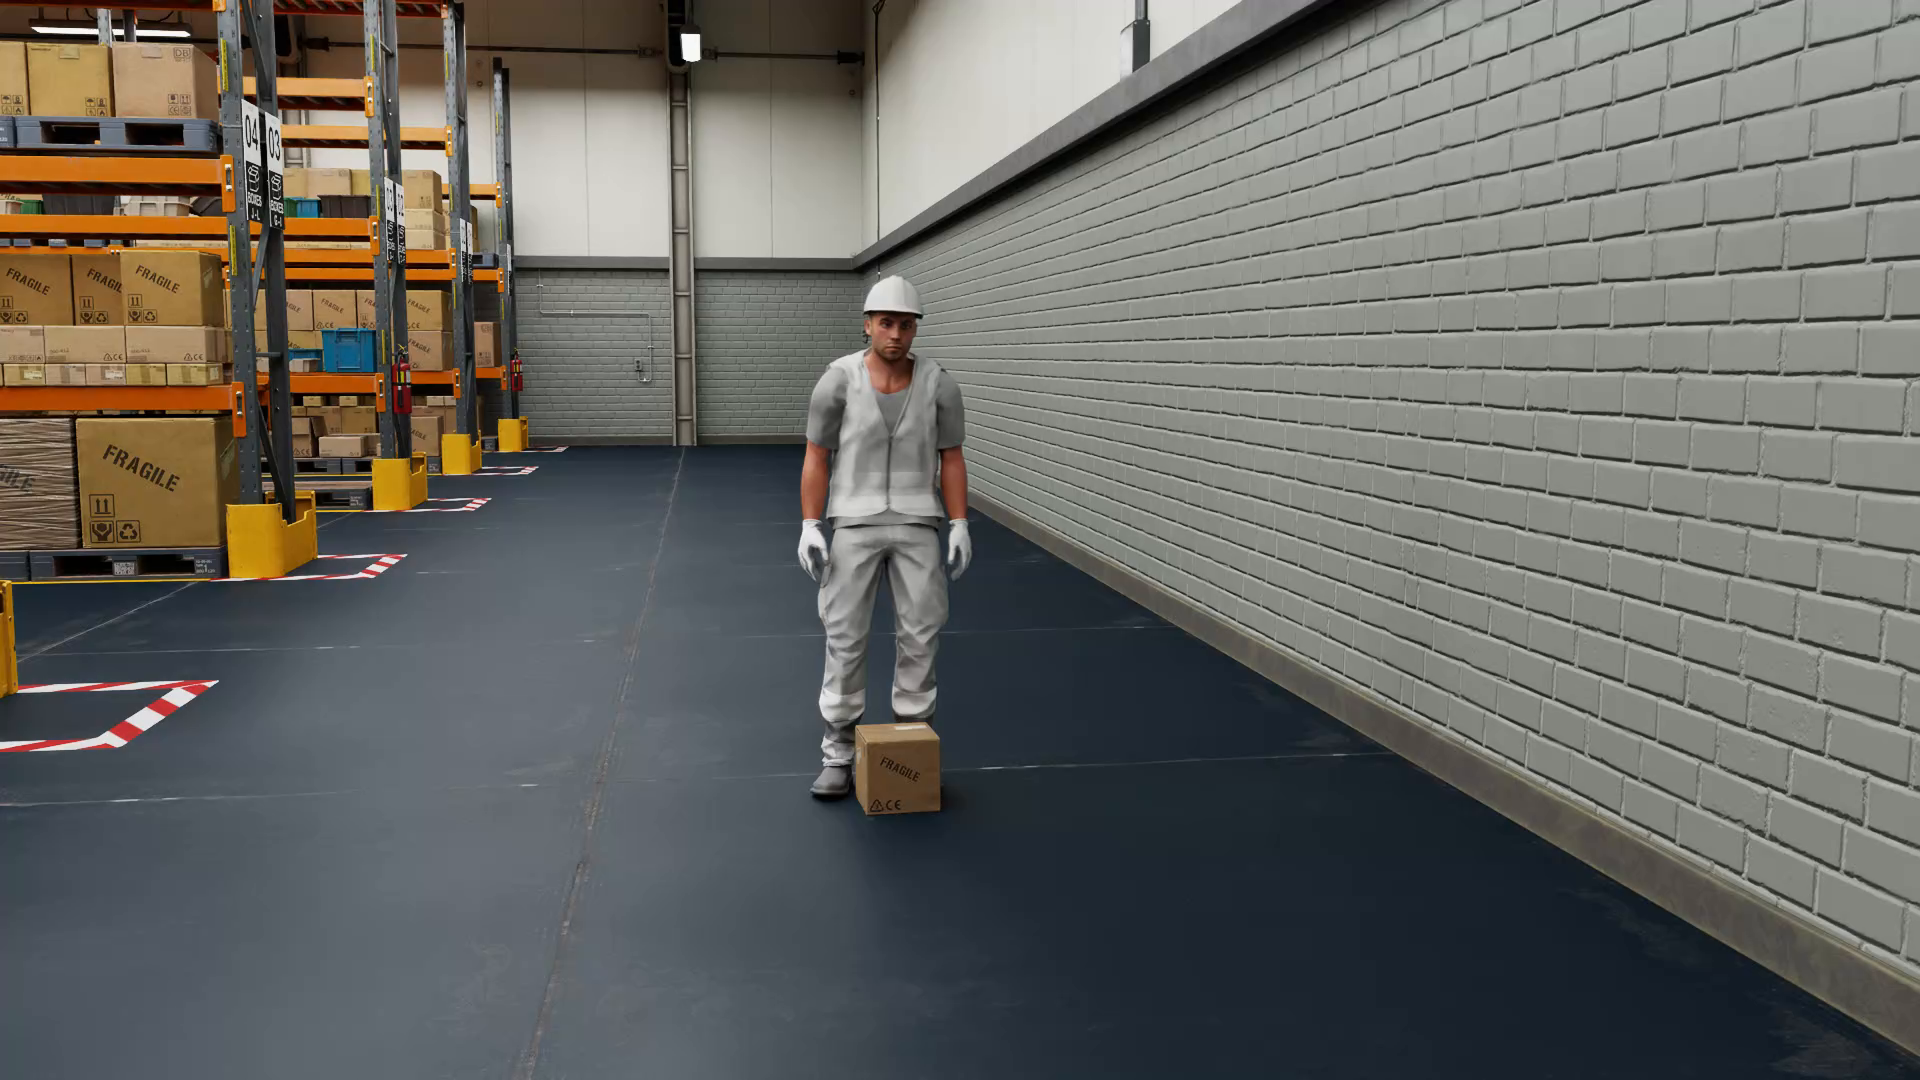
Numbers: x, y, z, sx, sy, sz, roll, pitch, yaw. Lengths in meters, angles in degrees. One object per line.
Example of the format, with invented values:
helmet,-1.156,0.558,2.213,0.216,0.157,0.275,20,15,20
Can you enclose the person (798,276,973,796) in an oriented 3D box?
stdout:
person,-0.256,-0.012,5.753,0.611,1.779,0.455,-1,6,-9
